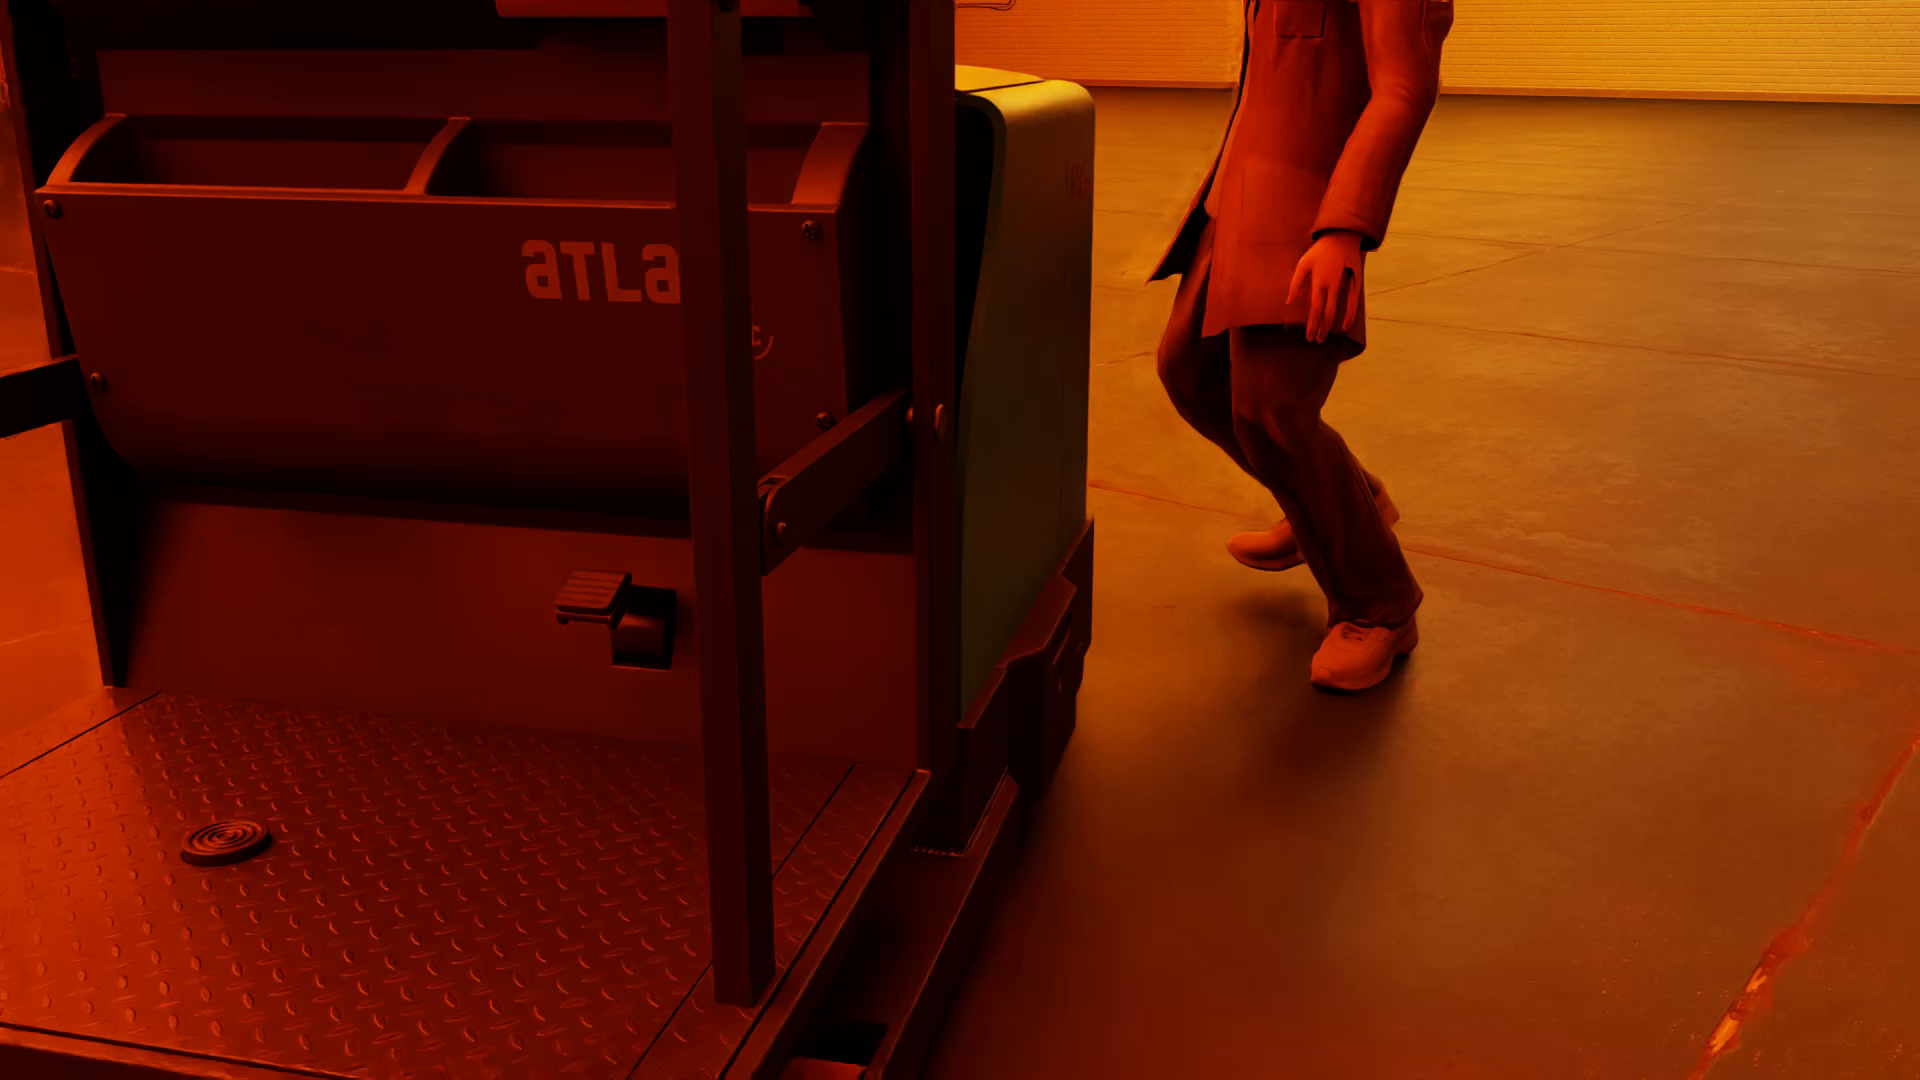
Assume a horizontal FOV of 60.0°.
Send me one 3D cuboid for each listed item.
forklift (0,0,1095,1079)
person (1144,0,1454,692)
[{"bbox_3d":[-0.603,-0.780,1.466,1.130,2.935,3.031,4,17,13],"label":"forklift"},{"bbox_3d":[0.666,-0.650,3.208,0.577,1.687,0.939,0,17,-1],"label":"person"}]
